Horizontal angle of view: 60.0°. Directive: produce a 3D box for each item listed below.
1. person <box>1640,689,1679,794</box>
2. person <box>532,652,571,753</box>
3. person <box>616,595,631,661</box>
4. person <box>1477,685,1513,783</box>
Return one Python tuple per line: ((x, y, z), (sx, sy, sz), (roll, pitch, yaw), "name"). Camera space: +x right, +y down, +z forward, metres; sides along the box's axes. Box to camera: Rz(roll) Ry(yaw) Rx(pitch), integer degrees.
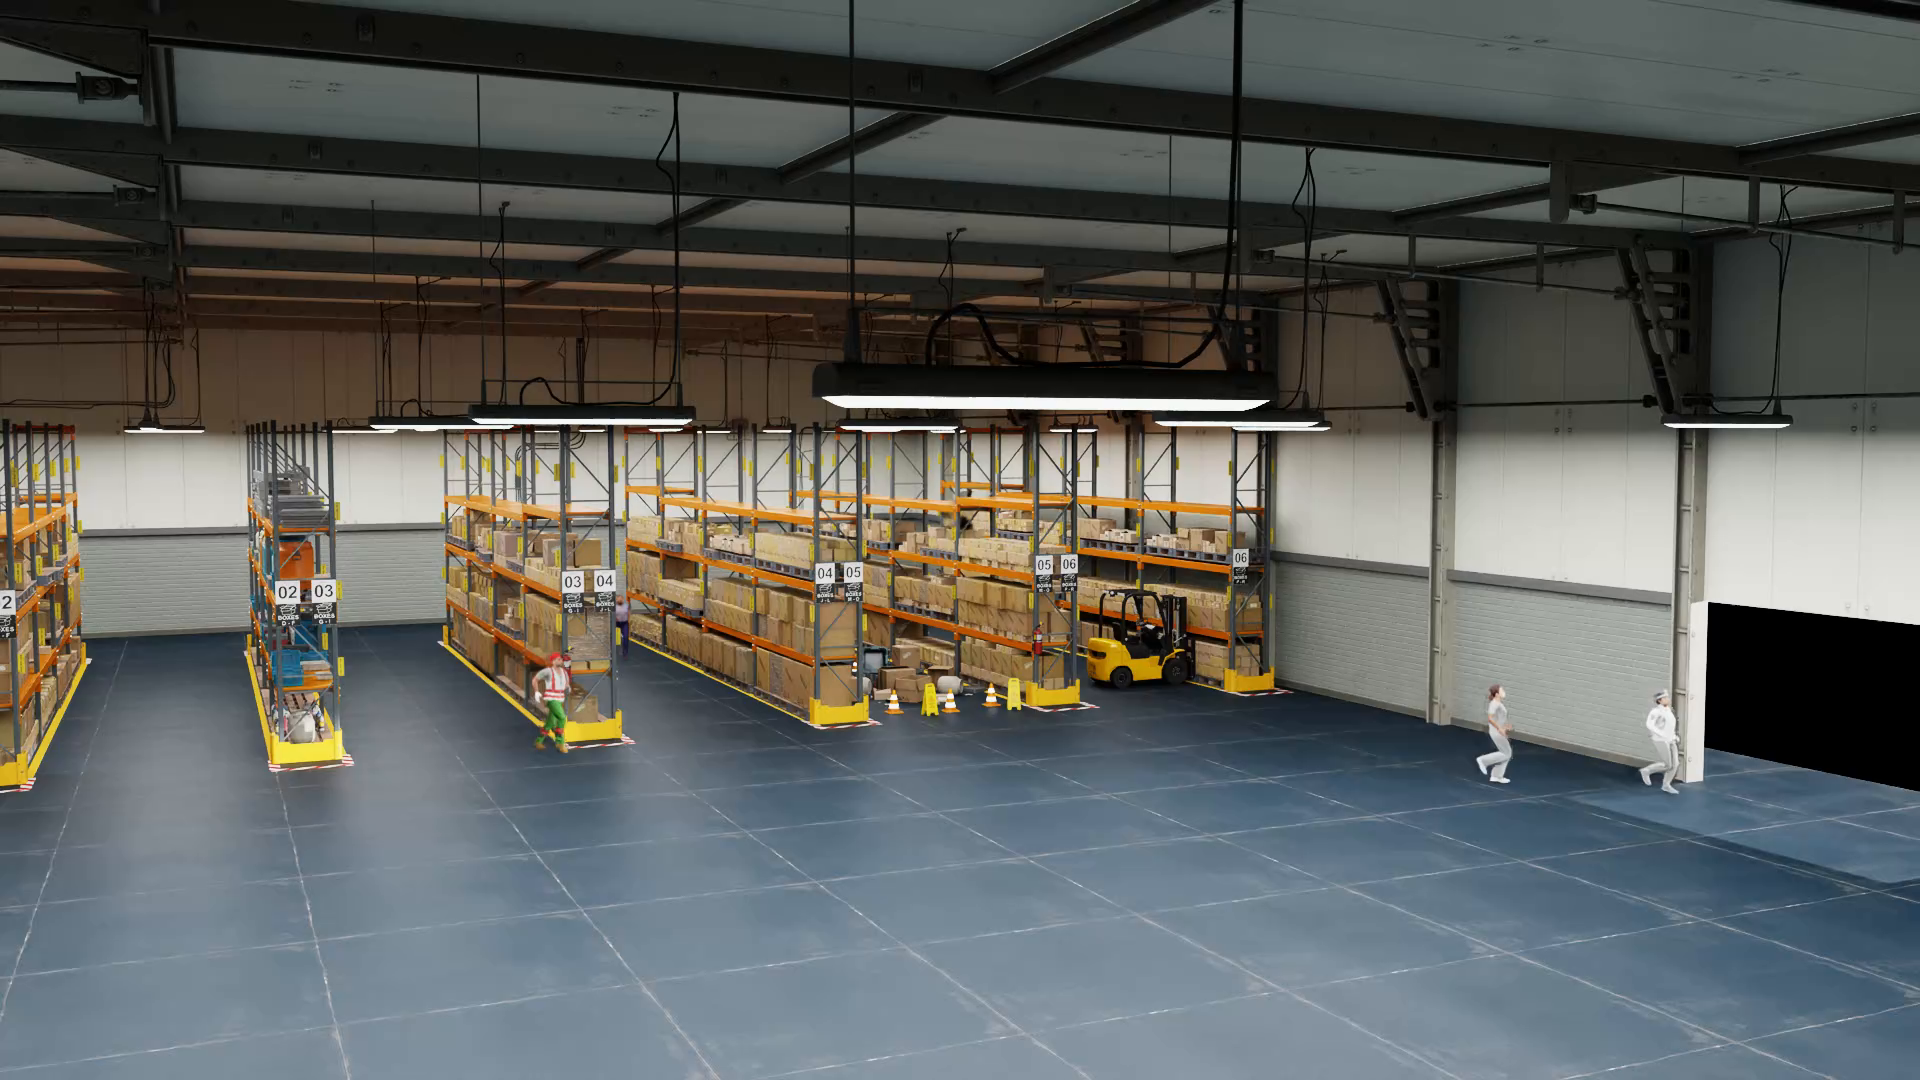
((11.289, 3.228, 26.779), (0.633, 1.675, 0.593), (-3, 5, -38), "person")
((-7.337, 2.937, 30.225), (0.794, 1.771, 0.688), (2, 4, 26), "person")
((-8.725, 2.239, 42.736), (0.616, 1.656, 0.925), (-1, 4, -23), "person")
((8.849, 3.197, 27.496), (0.570, 1.626, 0.570), (1, 4, 19), "person")
